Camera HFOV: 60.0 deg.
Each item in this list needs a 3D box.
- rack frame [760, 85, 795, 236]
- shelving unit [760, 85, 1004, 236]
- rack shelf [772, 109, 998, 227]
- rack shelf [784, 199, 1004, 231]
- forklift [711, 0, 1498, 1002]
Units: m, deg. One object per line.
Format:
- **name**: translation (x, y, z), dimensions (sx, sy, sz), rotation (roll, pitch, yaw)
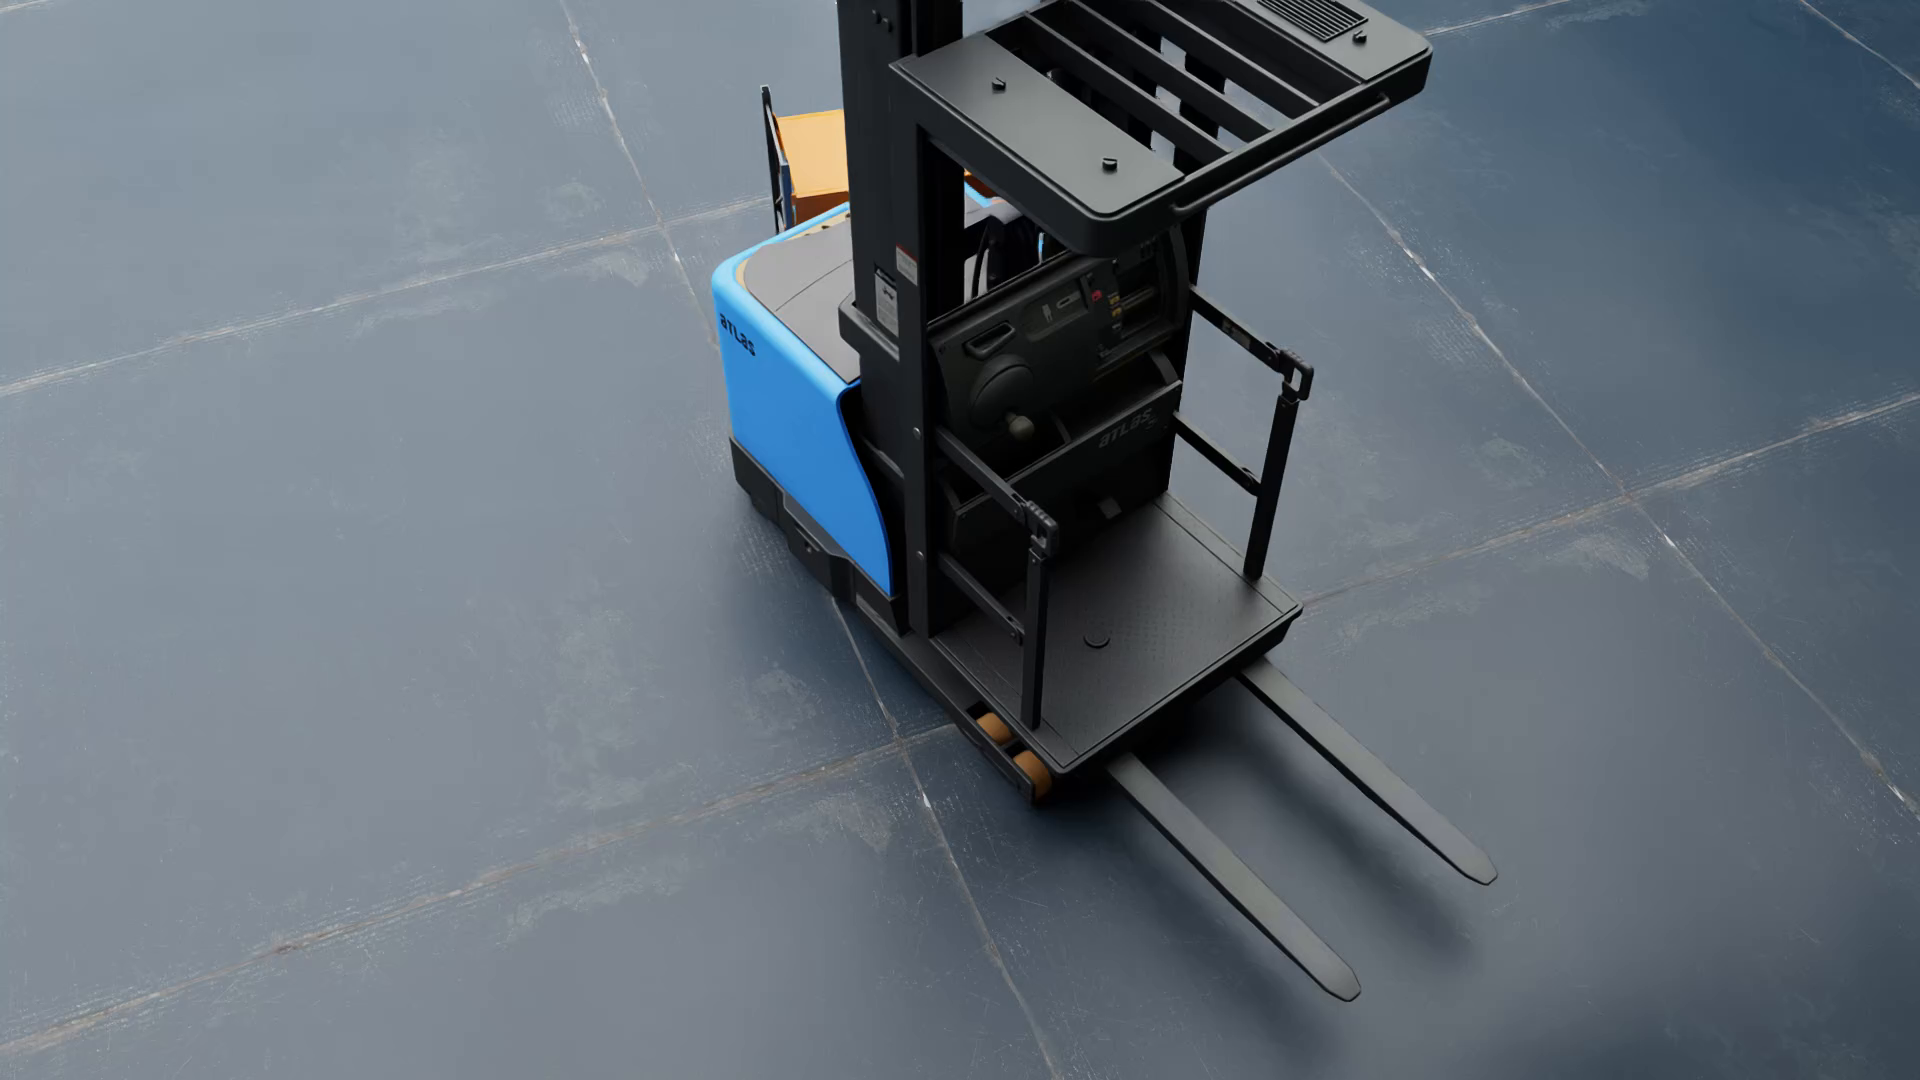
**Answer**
- **rack frame**: translation (-0.678, -1.153, 6.499), dimensions (0.032, 1.125, 0.500), rotation (-10, 50, -8)
- **shelving unit**: translation (-0.182, -1.239, 6.572), dimensions (1.048, 1.125, 0.538), rotation (-10, 50, -8)
- **rack shelf**: translation (-0.182, -1.429, 6.350), dimensions (1.000, 0.278, 0.538), rotation (-10, 50, -8)
- **rack shelf**: translation (-0.182, -1.079, 6.758), dimensions (1.000, 0.278, 0.538), rotation (-10, 50, -8)
- **forklift**: translation (0.445, -0.529, 4.772), dimensions (1.130, 2.935, 3.031), rotation (-31, 56, -24)
